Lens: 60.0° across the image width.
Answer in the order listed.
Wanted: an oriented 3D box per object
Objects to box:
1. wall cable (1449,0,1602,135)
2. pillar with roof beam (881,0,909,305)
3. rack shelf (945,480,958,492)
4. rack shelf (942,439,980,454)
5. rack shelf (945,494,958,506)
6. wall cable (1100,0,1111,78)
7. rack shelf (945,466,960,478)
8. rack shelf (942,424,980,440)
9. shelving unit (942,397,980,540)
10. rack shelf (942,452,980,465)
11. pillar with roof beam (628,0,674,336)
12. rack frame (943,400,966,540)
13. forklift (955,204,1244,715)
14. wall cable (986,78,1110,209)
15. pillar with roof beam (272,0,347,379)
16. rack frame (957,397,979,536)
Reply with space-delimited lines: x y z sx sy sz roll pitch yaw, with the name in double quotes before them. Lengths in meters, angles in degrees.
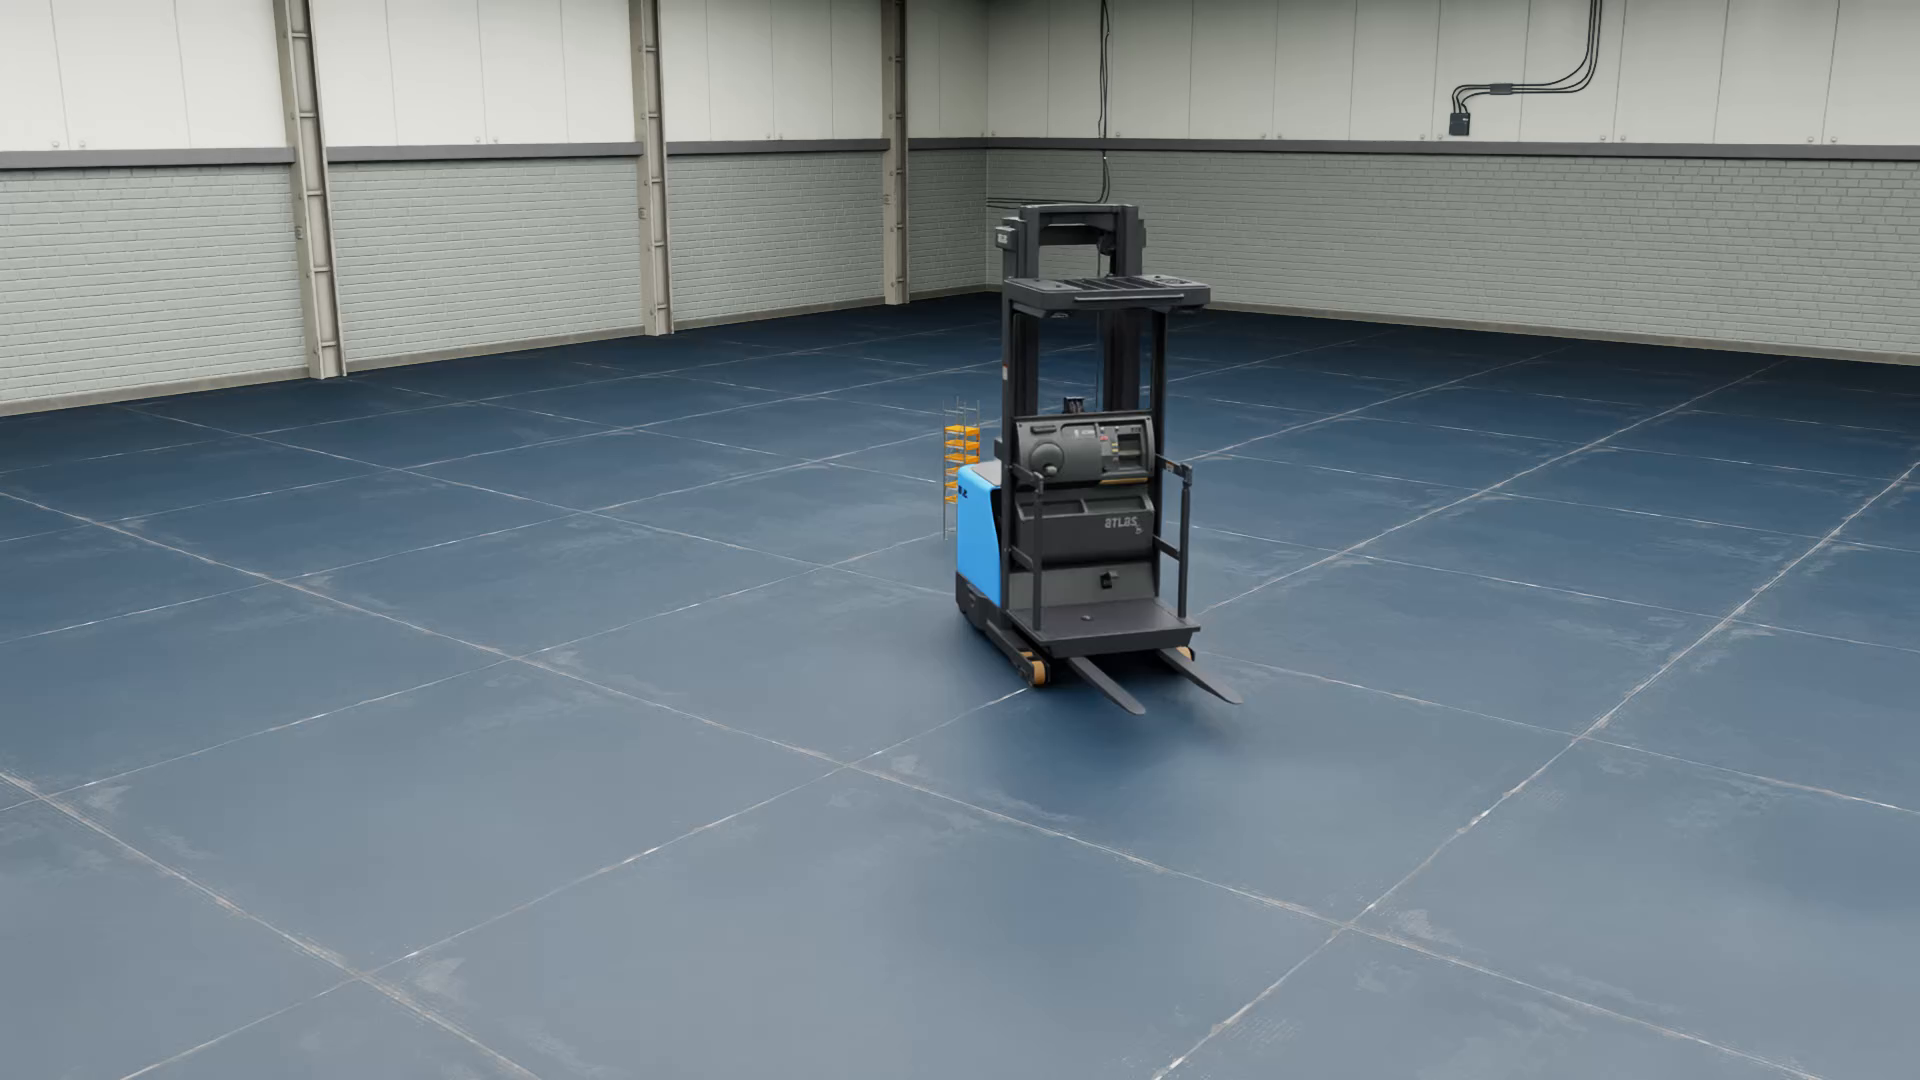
"wall cable" 9.034 -9.464 26.194 2.305 6.003 0.169 11 18 38
"pillar with roof beam" 2.128 -8.262 28.370 9.100 9.000 0.400 11 18 38
"rack shelf" 0.009 -0.425 14.027 0.258 0.103 0.180 11 18 38
"rack shelf" 0.009 -0.774 13.938 0.258 0.103 0.180 11 18 38
"rack shelf" 0.009 -0.309 14.056 0.258 0.103 0.180 11 18 38
"wall cable" 3.764 -9.812 30.520 3.097 2.526 0.112 11 18 38
"rack shelf" 0.009 -0.541 13.997 0.258 0.103 0.180 11 18 38
"rack shelf" 0.009 -0.890 13.908 0.258 0.103 0.180 11 18 38
"shelving unit" 0.009 -0.584 13.986 0.258 1.200 0.189 11 18 38
"rack shelf" 0.009 -0.658 13.968 0.258 0.103 0.180 11 18 38
"pillar with roof beam" -1.643 -7.113 23.847 9.100 9.000 0.400 11 18 38
"rack frame" -0.048 -0.567 13.917 0.240 1.200 0.006 11 18 38
"forklift" 0.877 -0.604 10.548 1.130 2.935 3.031 -4 15 -16
"wall cable" 1.659 -7.783 32.790 3.097 2.526 0.112 11 18 38
"pillar with roof beam" -5.414 -5.964 19.324 9.100 9.000 0.400 11 18 38
"rack frame" 0.067 -0.602 14.055 0.240 1.200 0.006 11 18 38
